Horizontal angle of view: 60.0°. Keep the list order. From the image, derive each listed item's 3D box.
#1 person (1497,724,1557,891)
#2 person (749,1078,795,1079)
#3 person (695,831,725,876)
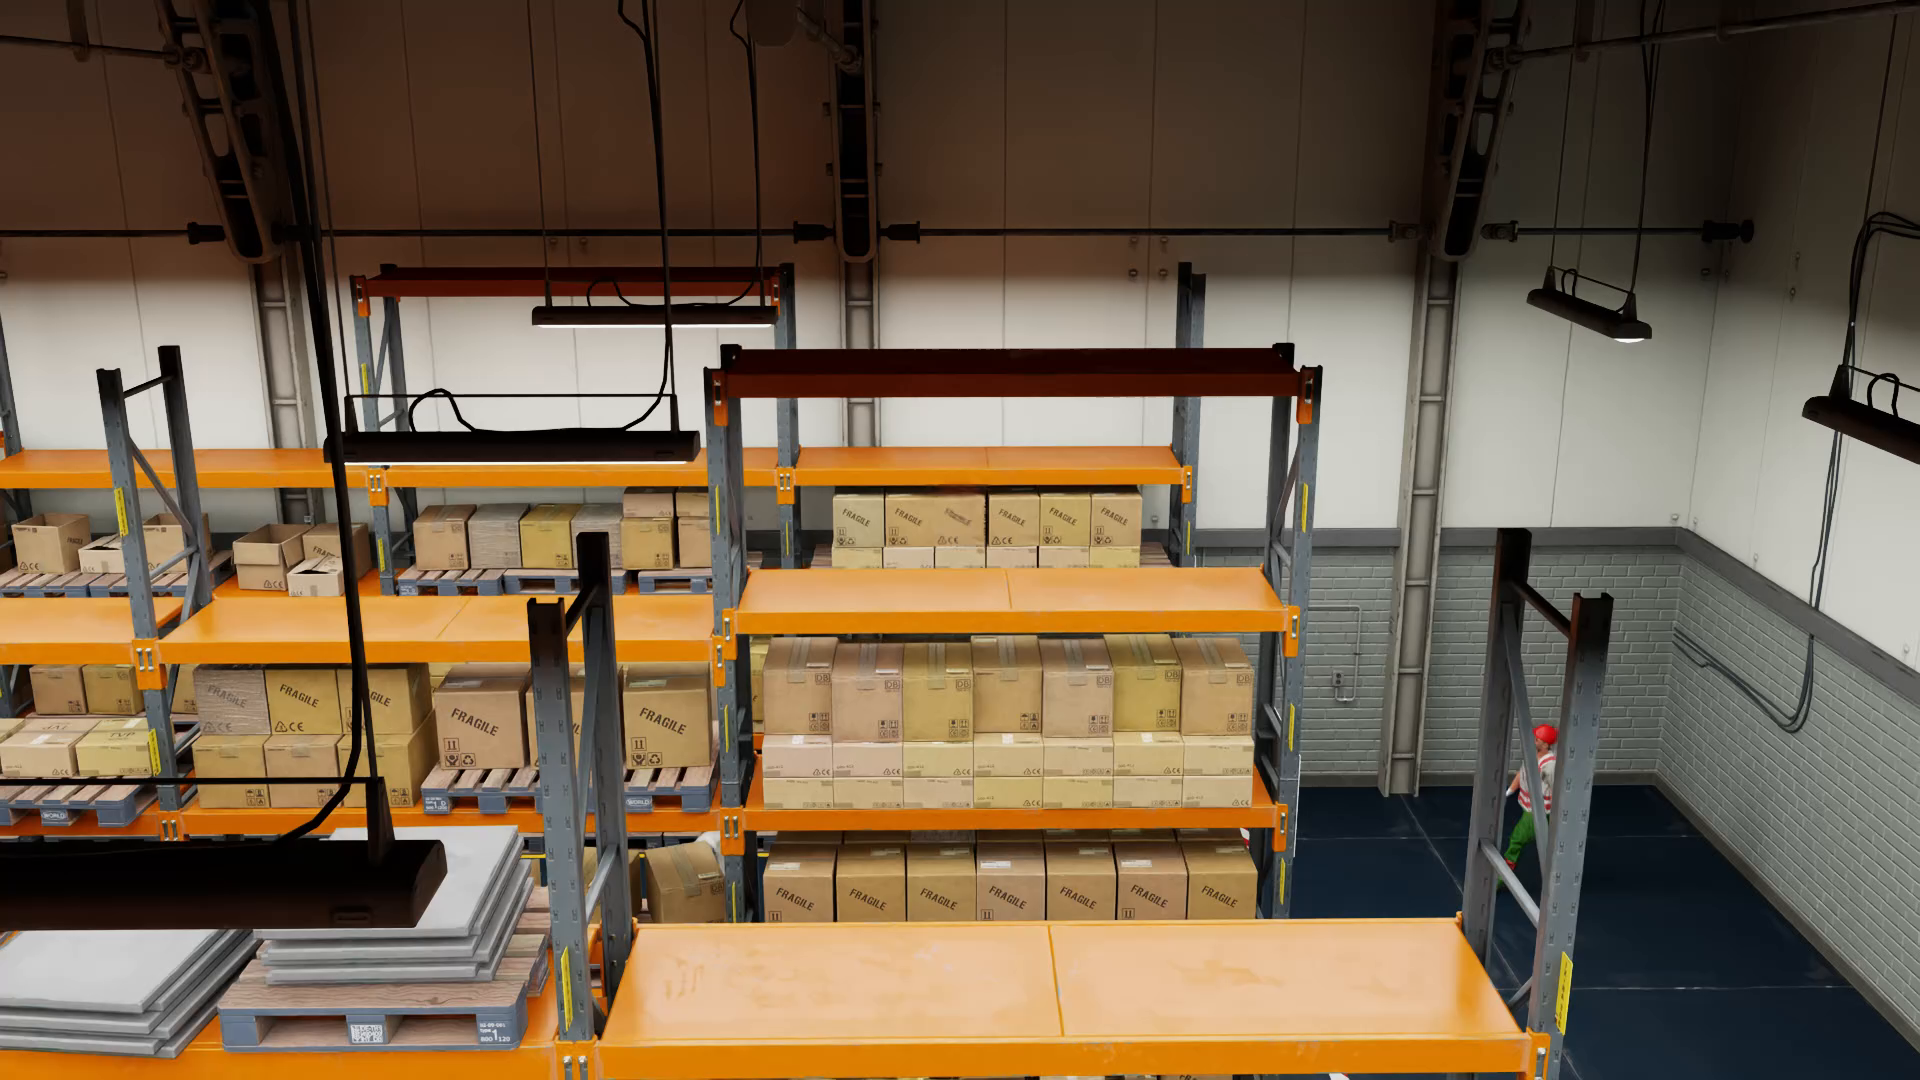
[{"bbox_3d":[5.623,2.625,16.417,1.098,1.730,0.628,-1,16,-4],"label":"person"},{"bbox_3d":[-1.169,4.168,11.122,0.750,1.756,0.641,4,17,13],"label":"person"},{"bbox_3d":[-2.236,3.124,14.688,0.596,1.825,0.623,4,17,13],"label":"person"}]
